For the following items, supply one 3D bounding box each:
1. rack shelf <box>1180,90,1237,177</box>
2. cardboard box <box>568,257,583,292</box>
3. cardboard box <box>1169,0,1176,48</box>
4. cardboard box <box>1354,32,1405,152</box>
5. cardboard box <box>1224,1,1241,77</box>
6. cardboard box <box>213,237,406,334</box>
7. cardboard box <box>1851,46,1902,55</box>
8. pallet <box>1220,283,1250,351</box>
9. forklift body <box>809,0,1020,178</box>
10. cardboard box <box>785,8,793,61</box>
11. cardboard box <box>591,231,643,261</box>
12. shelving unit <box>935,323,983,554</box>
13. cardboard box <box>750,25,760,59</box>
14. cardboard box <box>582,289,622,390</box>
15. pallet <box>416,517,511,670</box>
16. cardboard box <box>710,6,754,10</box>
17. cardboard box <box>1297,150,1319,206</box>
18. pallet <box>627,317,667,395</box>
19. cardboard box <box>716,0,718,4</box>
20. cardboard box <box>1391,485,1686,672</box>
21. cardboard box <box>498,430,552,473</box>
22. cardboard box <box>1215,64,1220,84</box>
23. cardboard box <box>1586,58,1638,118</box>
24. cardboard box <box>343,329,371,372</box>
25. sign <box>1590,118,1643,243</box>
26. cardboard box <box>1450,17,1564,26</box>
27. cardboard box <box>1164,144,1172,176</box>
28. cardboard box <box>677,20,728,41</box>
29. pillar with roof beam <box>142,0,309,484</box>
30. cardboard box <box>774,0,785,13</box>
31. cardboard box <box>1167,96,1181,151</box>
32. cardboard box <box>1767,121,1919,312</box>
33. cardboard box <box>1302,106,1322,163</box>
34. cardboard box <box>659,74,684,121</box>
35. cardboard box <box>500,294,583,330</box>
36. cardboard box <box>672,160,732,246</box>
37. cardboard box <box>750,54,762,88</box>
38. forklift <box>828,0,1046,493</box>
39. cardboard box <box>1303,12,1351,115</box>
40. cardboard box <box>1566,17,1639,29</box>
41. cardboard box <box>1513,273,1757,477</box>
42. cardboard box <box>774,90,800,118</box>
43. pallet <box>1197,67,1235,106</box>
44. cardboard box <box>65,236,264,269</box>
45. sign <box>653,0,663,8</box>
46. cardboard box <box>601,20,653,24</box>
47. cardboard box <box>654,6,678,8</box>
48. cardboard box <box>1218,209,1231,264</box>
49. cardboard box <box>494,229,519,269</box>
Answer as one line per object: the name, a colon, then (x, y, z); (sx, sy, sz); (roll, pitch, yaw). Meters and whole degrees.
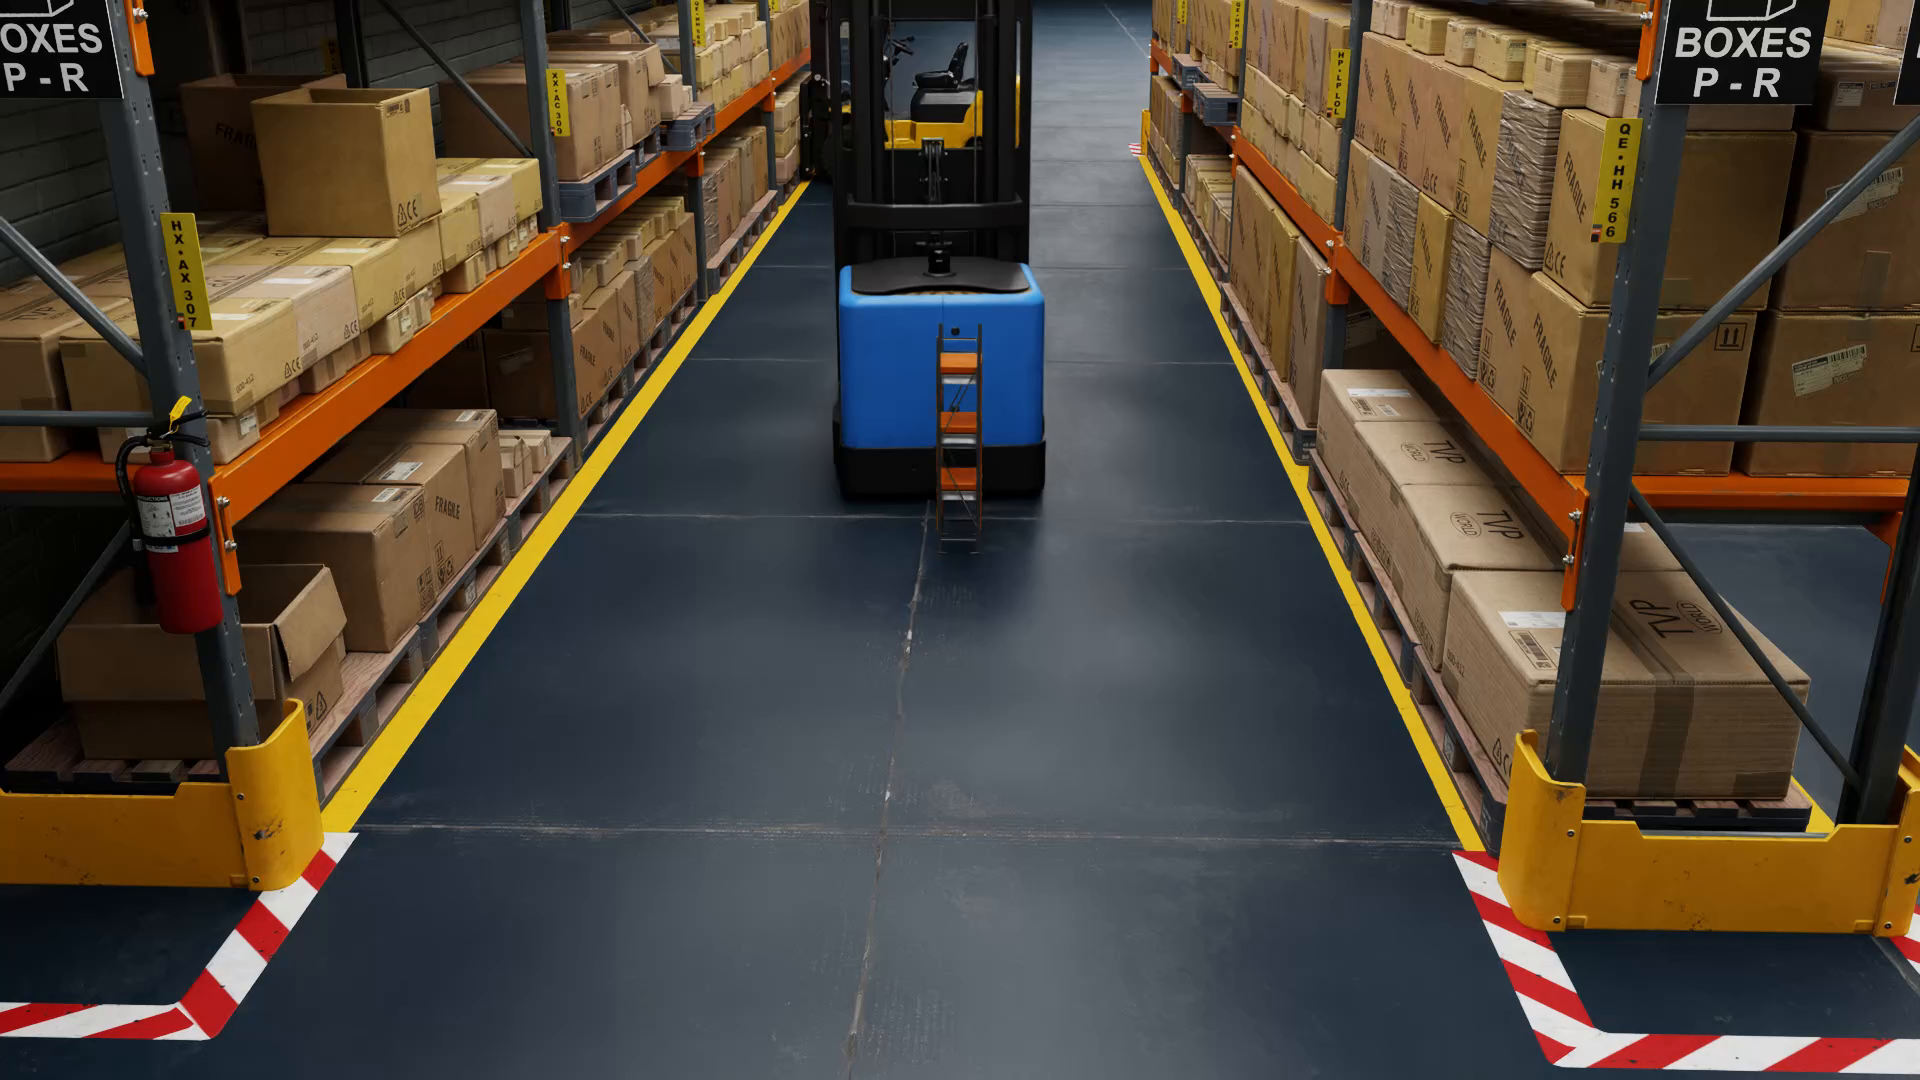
rack shelf: (2.586, -3.568, 14.072); (1.077, 0.370, 4.000); (1, 21, 2)
cardboard box: (-2.321, -1.480, 9.264); (0.380, 0.149, 0.250); (0, 21, -1)
cardboard box: (2.432, -5.349, 17.119); (0.500, 0.500, 0.500); (1, 21, 3)
cardboard box: (2.147, -2.077, 7.715); (0.500, 0.500, 0.500); (1, 21, 2)
cardboard box: (2.261, -3.729, 12.362); (0.500, 0.500, 0.500); (0, 21, 0)
cardboard box: (-2.369, -0.936, 6.092); (0.500, 0.250, 0.500); (0, 21, 1)
cardboard box: (7.238, -3.555, 12.906); (0.500, 0.500, 0.500); (1, 21, 2)
pallet: (2.426, -1.596, 11.850); (1.003, 0.211, 1.213); (1, 21, 2)
forklift body: (-0.427, -5.025, 18.005); (2.313, 2.155, 1.214); (1, 21, 2)
cardboard box: (-2.027, -5.256, 17.289); (0.500, 0.500, 0.500); (0, 21, 1)
cardboard box: (-2.267, -1.906, 10.772); (0.380, 0.149, 0.250); (0, 21, -1)
shelving unit: (-0.002, -0.470, 7.789); (0.215, 1.050, 0.252); (1, 21, 2)
cardboard box: (-2.082, -4.476, 14.935); (0.500, 0.250, 0.500); (0, 21, 0)
cardboard box: (-2.312, -1.183, 9.805); (0.500, 0.500, 0.500); (0, 21, 1)
pallet: (-2.614, 0.203, 7.213); (1.003, 0.211, 1.213); (1, 21, 2)
cardboard box: (-2.093, -4.809, 15.242); (0.380, 0.149, 0.250); (0, 21, 1)
cardboard box: (2.182, -2.013, 9.278); (0.500, 0.250, 0.500); (0, 21, 1)
pallet: (-2.537, -1.224, 10.892); (1.003, 0.211, 1.213); (1, 21, 2)
cardboard box: (-2.589, -5.239, 16.349); (0.380, 0.149, 0.250); (0, 21, 0)
cardboard box: (2.221, 0.140, 6.482); (0.875, 0.438, 0.875); (1, 21, 3)
cardboard box: (-2.281, -0.449, 8.401); (0.380, 0.149, 0.250); (0, 21, 0)
cardboard box: (2.214, -3.660, 13.082); (0.380, 0.149, 0.250); (0, 21, -1)
cardboard box: (2.076, -1.327, 4.885); (0.380, 0.149, 0.250); (1, 21, 3)
cardboard box: (-2.389, -0.714, 6.071); (0.380, 0.149, 0.250); (1, 21, 2)
sign: (1.740, -0.949, 4.400); (0.100, 0.325, 0.005); (1, 21, 2)
cardboard box: (2.146, -1.975, 6.556); (0.380, 0.149, 0.250); (1, 21, 1)
cardboard box: (2.402, -3.950, 17.282); (0.500, 0.250, 0.500); (0, 21, 0)
cardboard box: (-2.103, -4.161, 13.572); (0.380, 0.149, 0.250); (1, 21, 3)
pillar with roof beam: (0.823, -4.295, 6.658); (9.100, 9.000, 0.400); (1, 21, 2)
cardboard box: (-1.974, -5.418, 16.810); (0.380, 0.149, 0.250); (1, 21, 3)
cardboard box: (2.410, -4.291, 17.125); (0.500, 0.500, 0.500); (1, 21, 3)
cardboard box: (2.581, -0.971, 4.864); (0.500, 0.500, 0.500); (0, 21, 0)
cardboard box: (2.182, -2.240, 9.171); (0.500, 0.250, 0.500); (1, 21, 3)
cardboard box: (-2.145, -2.974, 11.175); (0.500, 0.250, 0.500); (0, 21, -1)
cardboard box: (-2.281, -1.247, 9.074); (0.380, 0.149, 0.250); (2, 21, 4)
cardboard box: (-2.392, -2.784, 13.759); (0.875, 0.625, 0.625); (1, 21, 3)
cardboard box: (-2.078, -4.243, 15.025); (0.500, 0.250, 0.500); (1, 21, 1)
forklift: (-0.174, -2.091, 9.366); (1.130, 2.935, 3.031); (-1, 21, -3)
cardboard box: (2.175, -2.598, 9.058); (0.500, 0.500, 0.500); (1, 21, 3)
cardboard box: (2.610, -1.973, 6.549); (0.380, 0.149, 0.250); (0, 21, 0)
cardboard box: (2.032, -0.512, 5.063); (0.500, 0.500, 0.500); (1, 21, 2)
cardboard box: (-1.957, -4.596, 17.566); (0.500, 0.250, 0.500); (1, 21, 3)
pallet: (2.544, -3.807, 13.959); (1.003, 0.211, 1.213); (1, 21, 2)
cardboard box: (-2.894, -0.944, 6.112); (0.500, 0.250, 0.500); (1, 21, 3)
sign: (-2.869, -5.126, 15.787); (0.100, 0.325, 0.005); (1, 21, 2)
cardboard box: (-2.716, -4.165, 13.583); (0.380, 0.149, 0.250); (0, 21, 1)
cardboard box: (-2.600, -4.808, 15.238); (0.380, 0.149, 0.250); (0, 21, 0)
cardboard box: (2.552, -2.355, 13.004); (0.950, 0.372, 0.625); (-1, 21, -2)
cardboard box: (-2.285, -1.363, 7.743); (0.380, 0.149, 0.250); (1, 21, 3)
